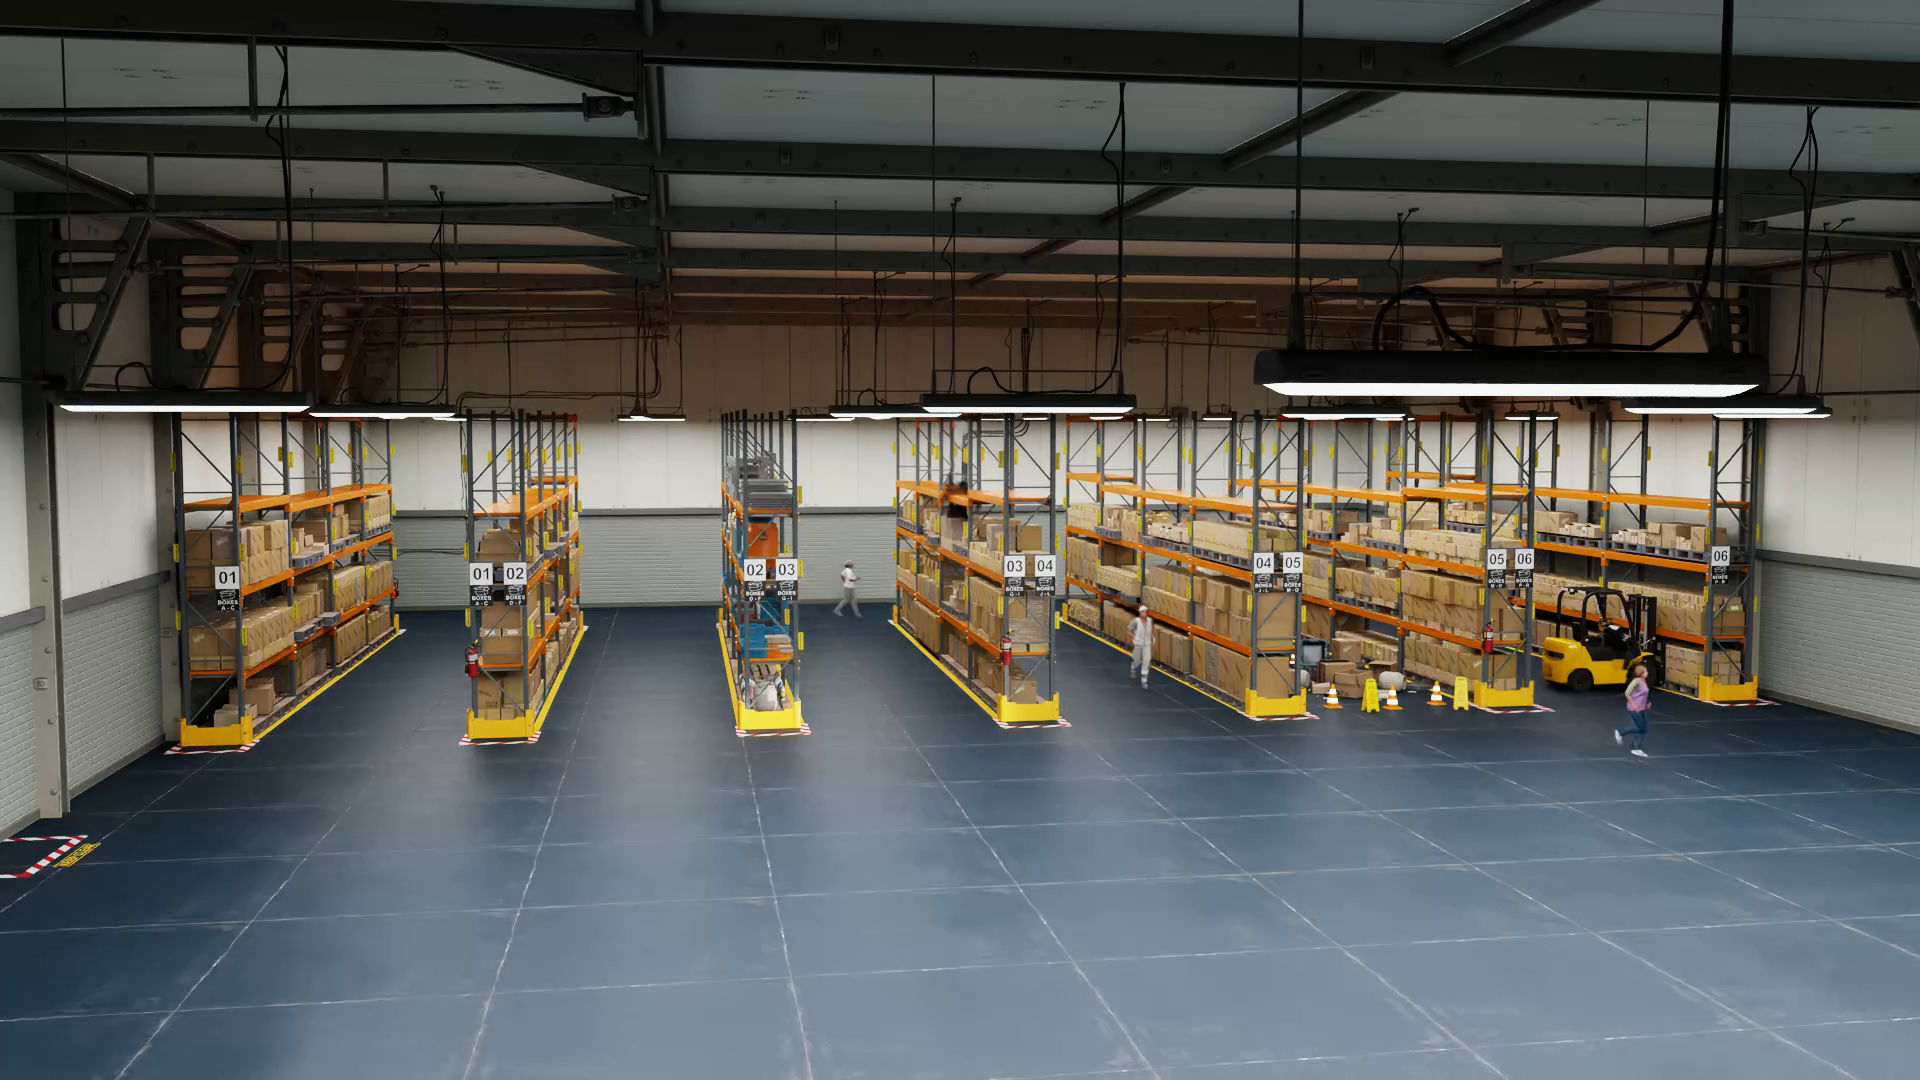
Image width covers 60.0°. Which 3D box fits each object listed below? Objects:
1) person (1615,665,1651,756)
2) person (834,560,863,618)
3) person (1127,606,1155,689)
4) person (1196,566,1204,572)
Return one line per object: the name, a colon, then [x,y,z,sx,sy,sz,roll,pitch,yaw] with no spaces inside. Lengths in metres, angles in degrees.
person: [11.686,2.944,28.856,0.557,1.565,0.559,4,5,42]
person: [-3.308,1.446,49.144,0.860,1.742,0.559,0,4,-2]
person: [3.953,2.304,36.265,0.684,1.775,1.028,-1,4,-14]
person: [7.326,1.311,51.487,0.578,1.639,0.616,-2,4,-27]
